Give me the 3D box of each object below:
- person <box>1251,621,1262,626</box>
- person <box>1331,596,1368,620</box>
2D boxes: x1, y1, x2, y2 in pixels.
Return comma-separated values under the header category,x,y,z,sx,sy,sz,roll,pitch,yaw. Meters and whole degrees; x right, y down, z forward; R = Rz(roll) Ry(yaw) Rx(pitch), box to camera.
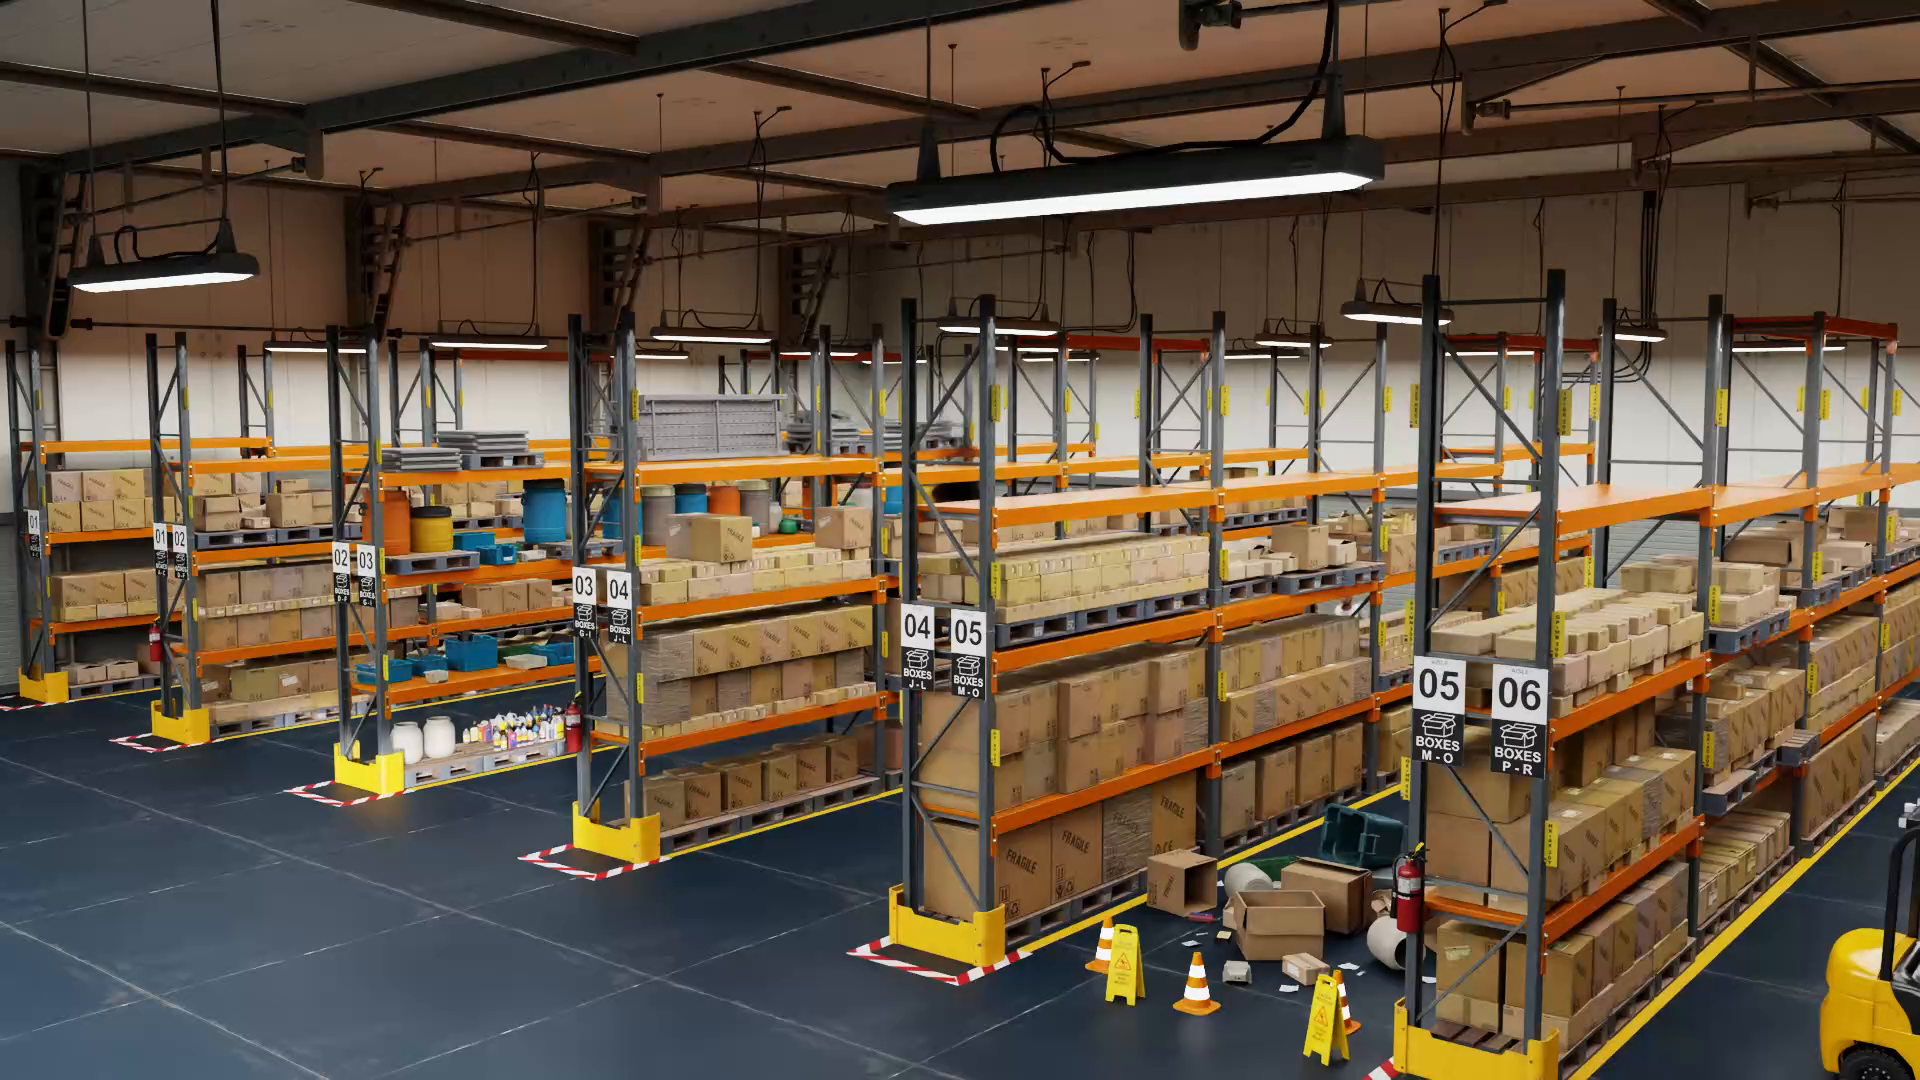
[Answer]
category,x,y,z,sx,sy,sz,roll,pitch,yaw
person,4.145,2.019,23.440,0.640,1.782,0.696,3,6,34
person,6.737,1.715,28.821,0.706,1.738,0.625,3,6,29
